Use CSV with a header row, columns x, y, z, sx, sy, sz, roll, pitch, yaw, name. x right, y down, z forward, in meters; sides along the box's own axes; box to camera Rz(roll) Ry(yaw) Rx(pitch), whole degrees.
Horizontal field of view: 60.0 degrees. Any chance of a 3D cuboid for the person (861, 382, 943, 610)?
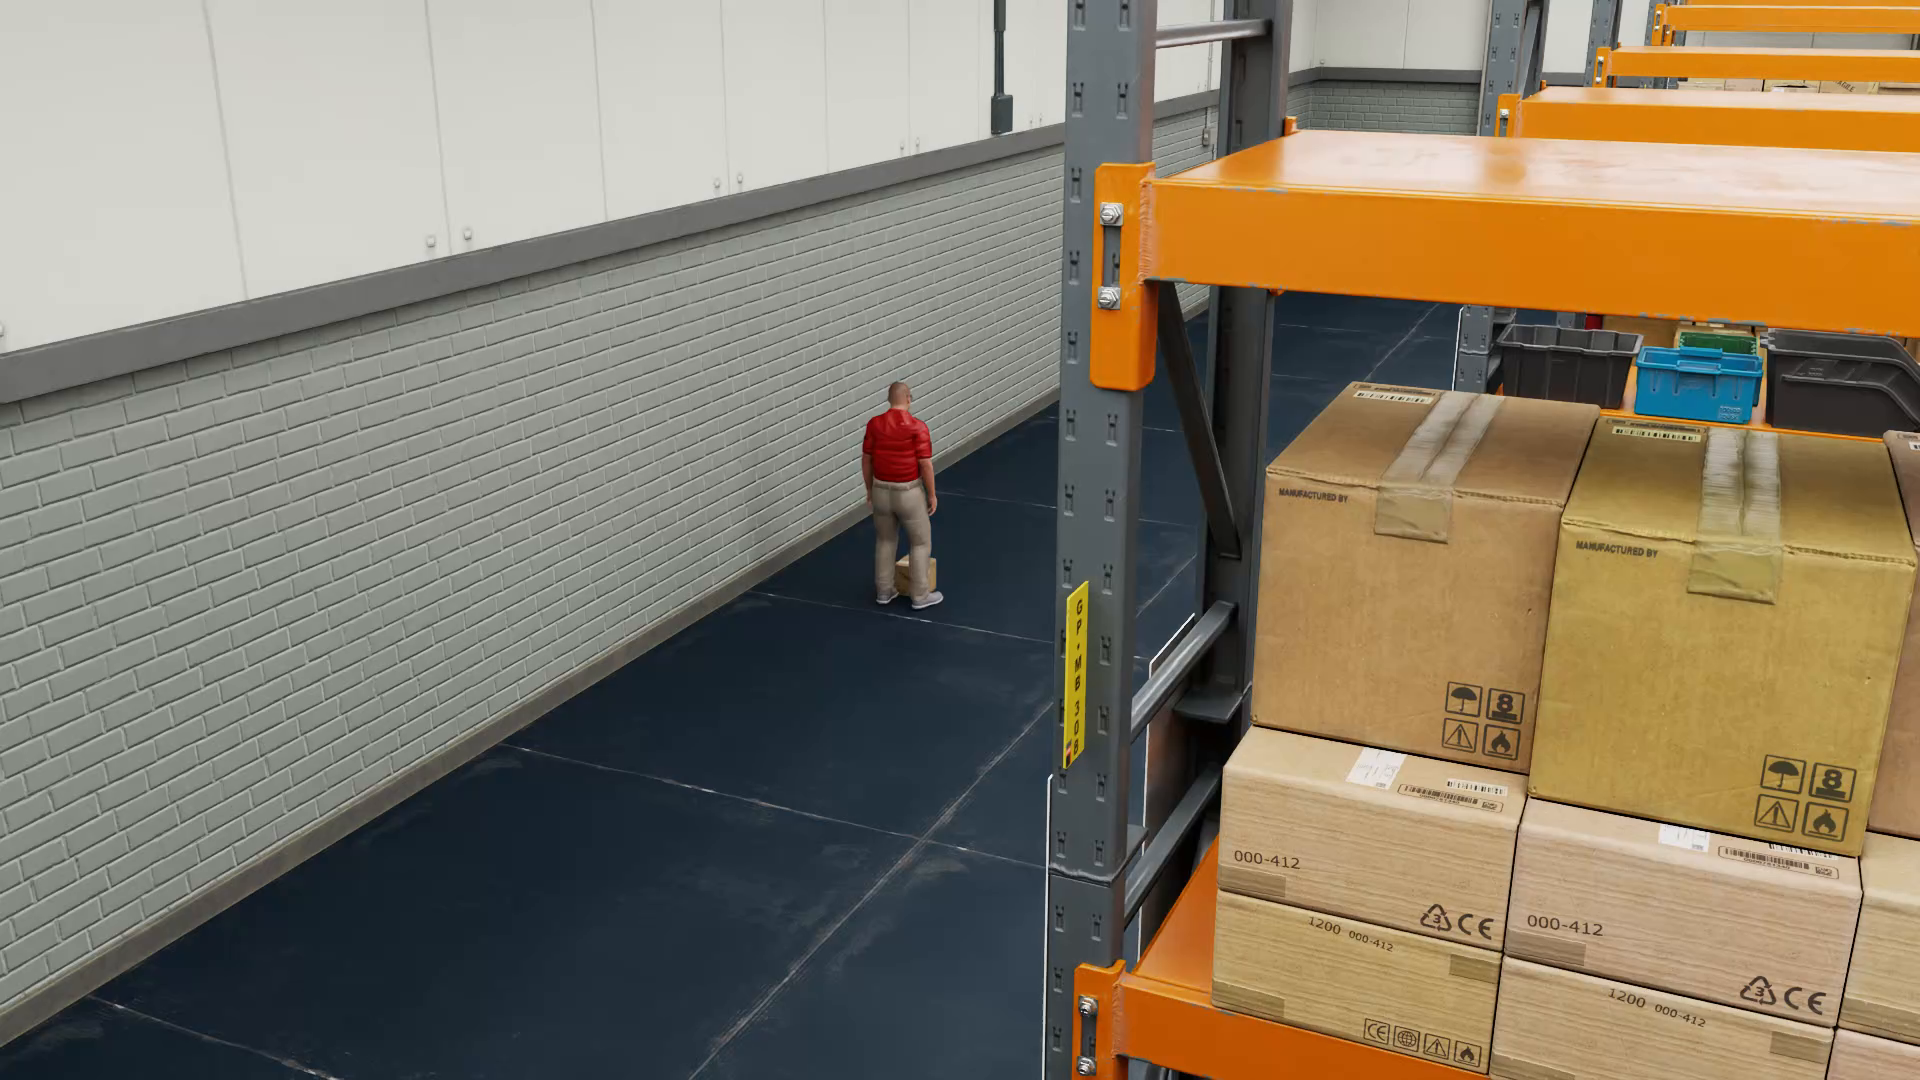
x,y,z,sx,sy,sz,roll,pitch,yaw,name
-0.450,-0.336,12.569,0.584,1.725,0.393,7,20,21,person
